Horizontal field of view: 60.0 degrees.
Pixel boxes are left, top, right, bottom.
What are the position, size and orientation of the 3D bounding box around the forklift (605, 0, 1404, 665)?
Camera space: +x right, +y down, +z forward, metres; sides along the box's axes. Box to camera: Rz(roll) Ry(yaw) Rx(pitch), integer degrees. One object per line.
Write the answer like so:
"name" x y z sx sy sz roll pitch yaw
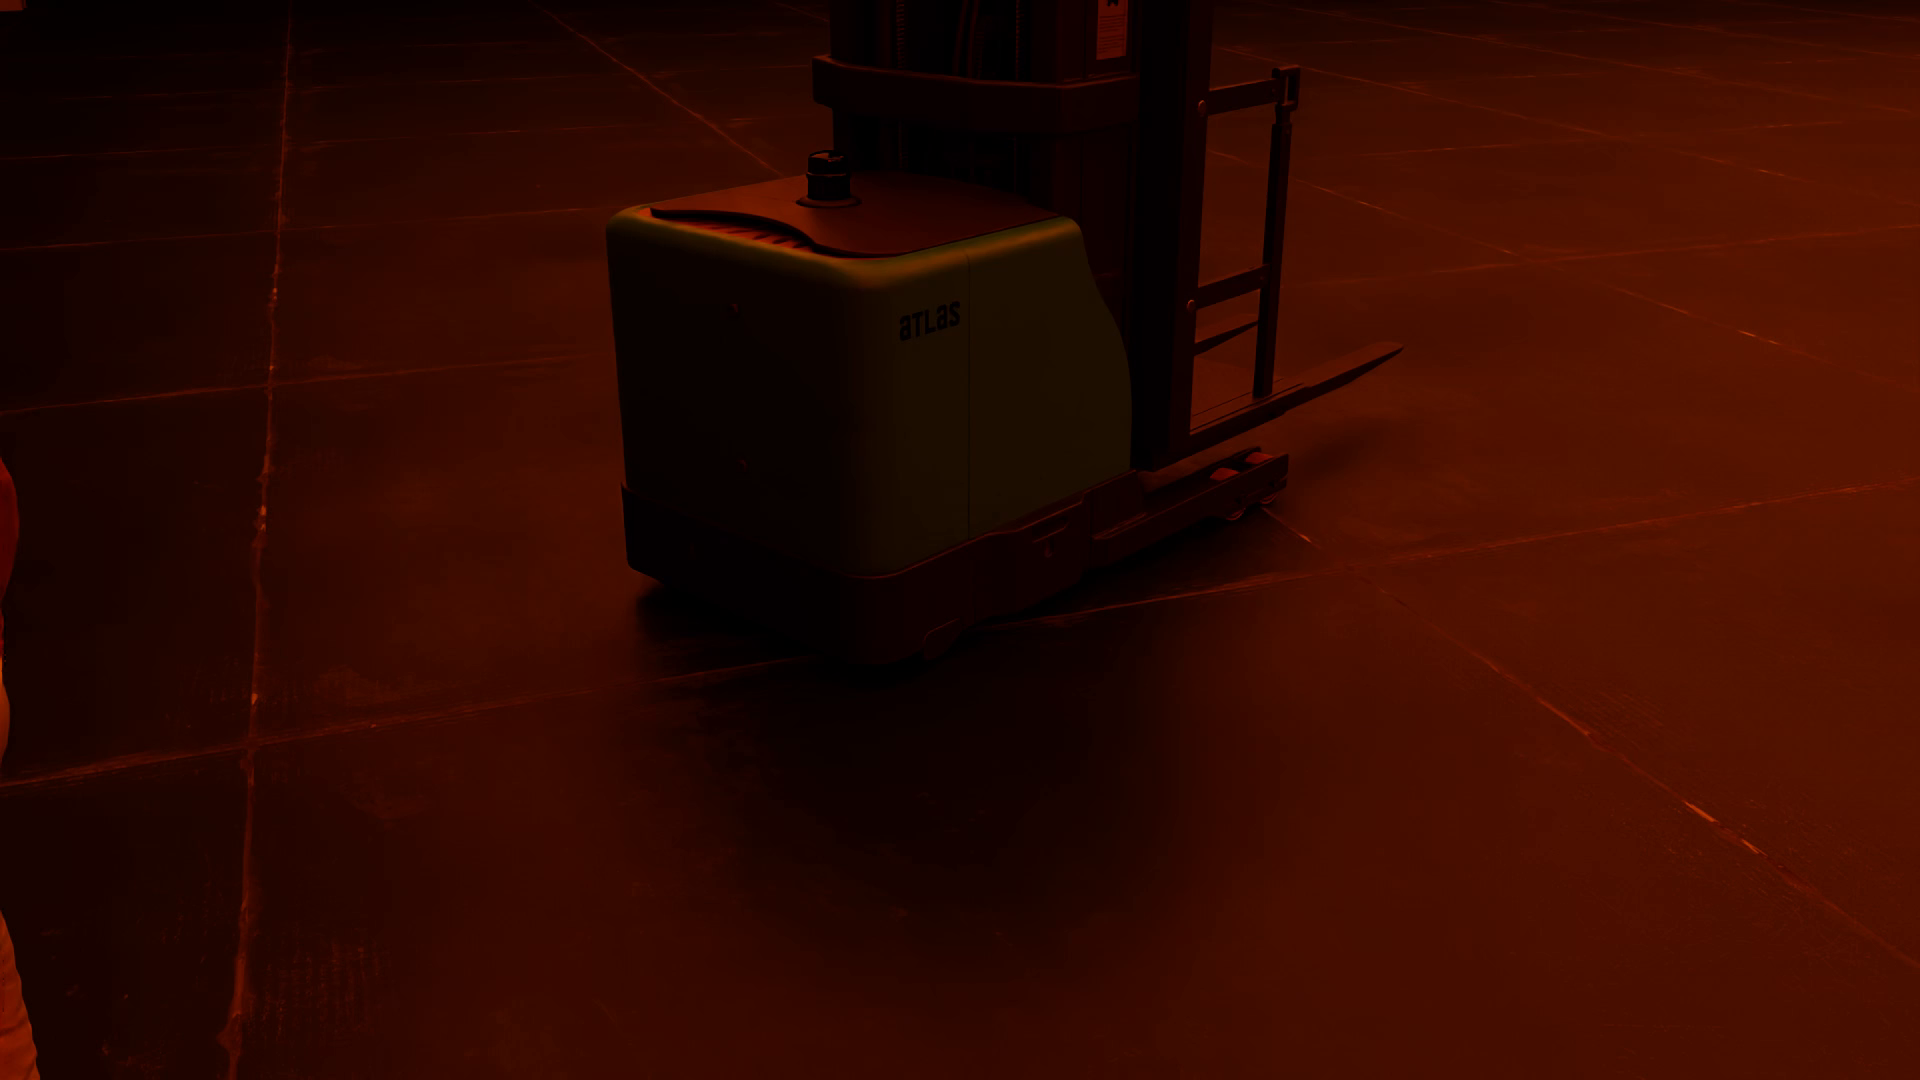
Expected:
"forklift" 0.408 -1.527 4.930 1.130 2.935 3.031 19 29 38
